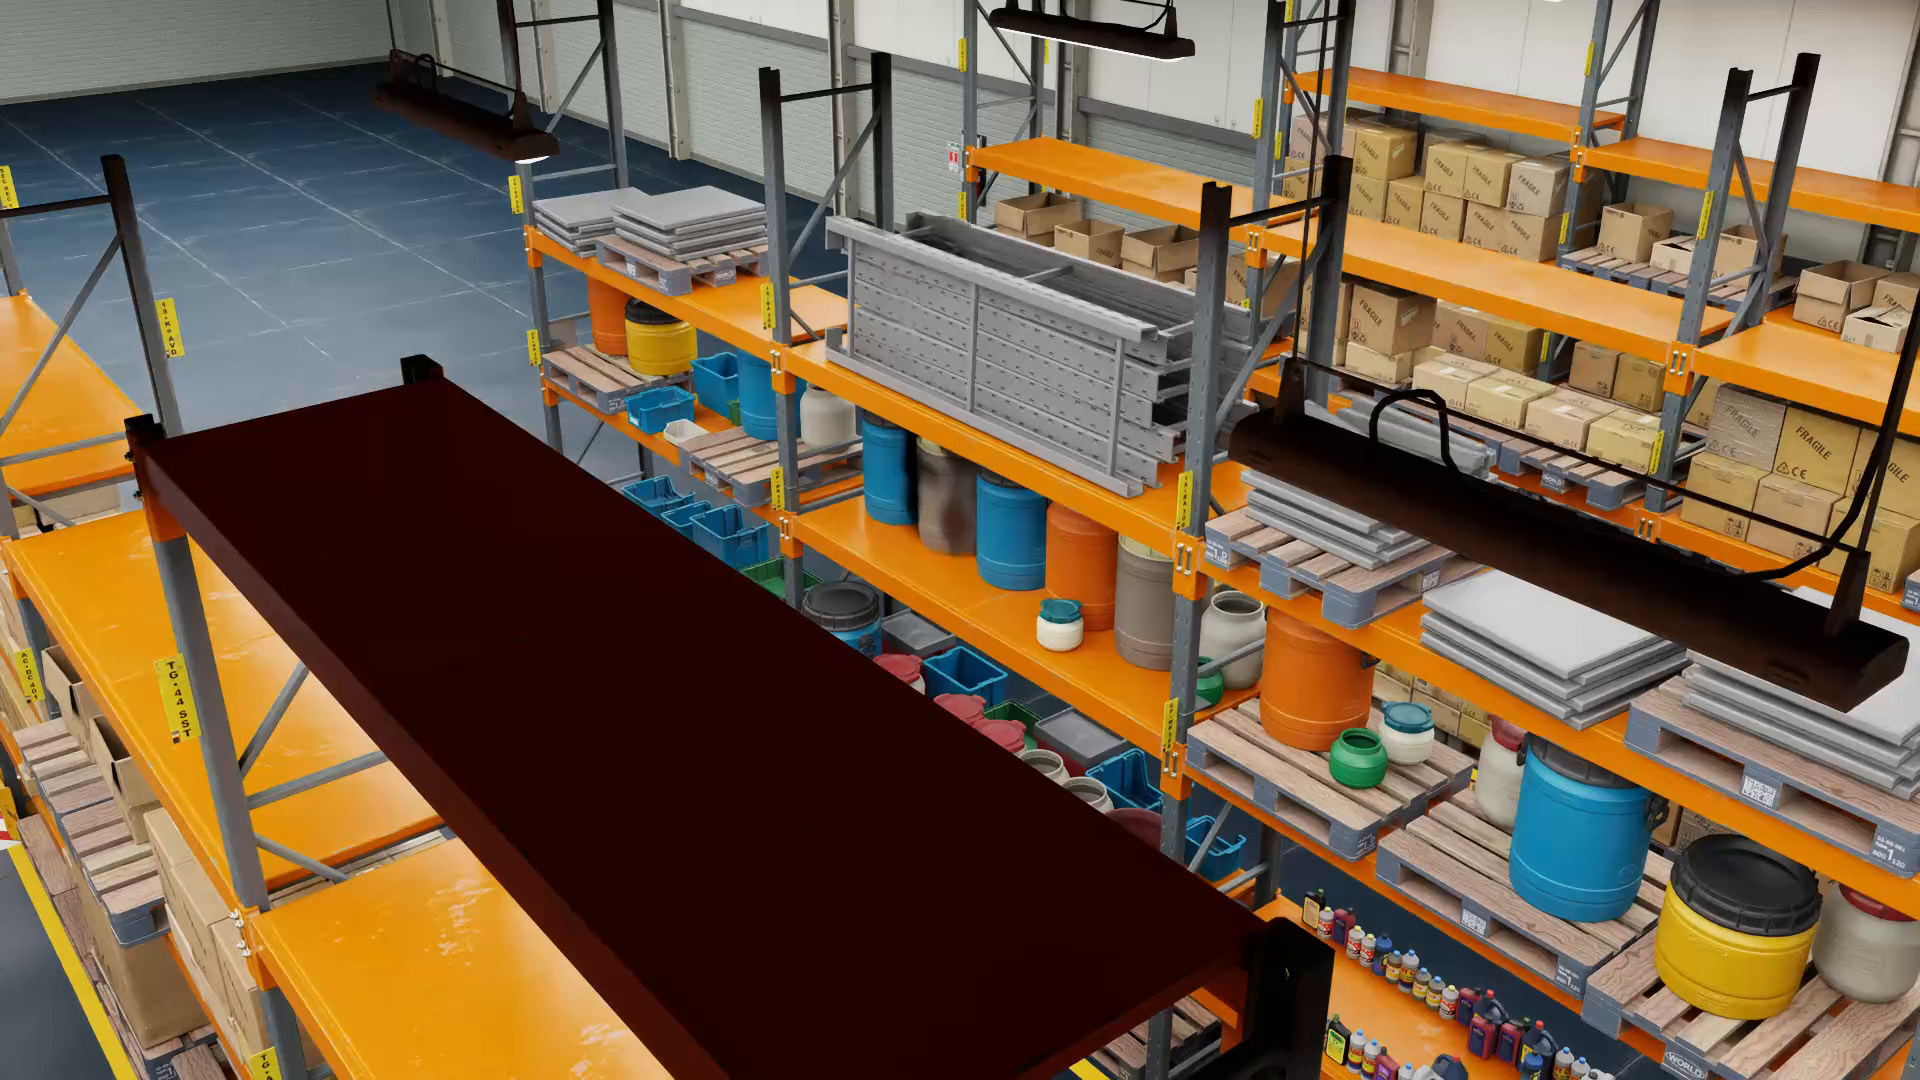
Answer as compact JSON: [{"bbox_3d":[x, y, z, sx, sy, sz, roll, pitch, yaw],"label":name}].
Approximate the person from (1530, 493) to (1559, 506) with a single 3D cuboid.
[{"bbox_3d":[5.491,0.321,15.657,0.636,1.740,0.677,19,32,34],"label":"person"}]
